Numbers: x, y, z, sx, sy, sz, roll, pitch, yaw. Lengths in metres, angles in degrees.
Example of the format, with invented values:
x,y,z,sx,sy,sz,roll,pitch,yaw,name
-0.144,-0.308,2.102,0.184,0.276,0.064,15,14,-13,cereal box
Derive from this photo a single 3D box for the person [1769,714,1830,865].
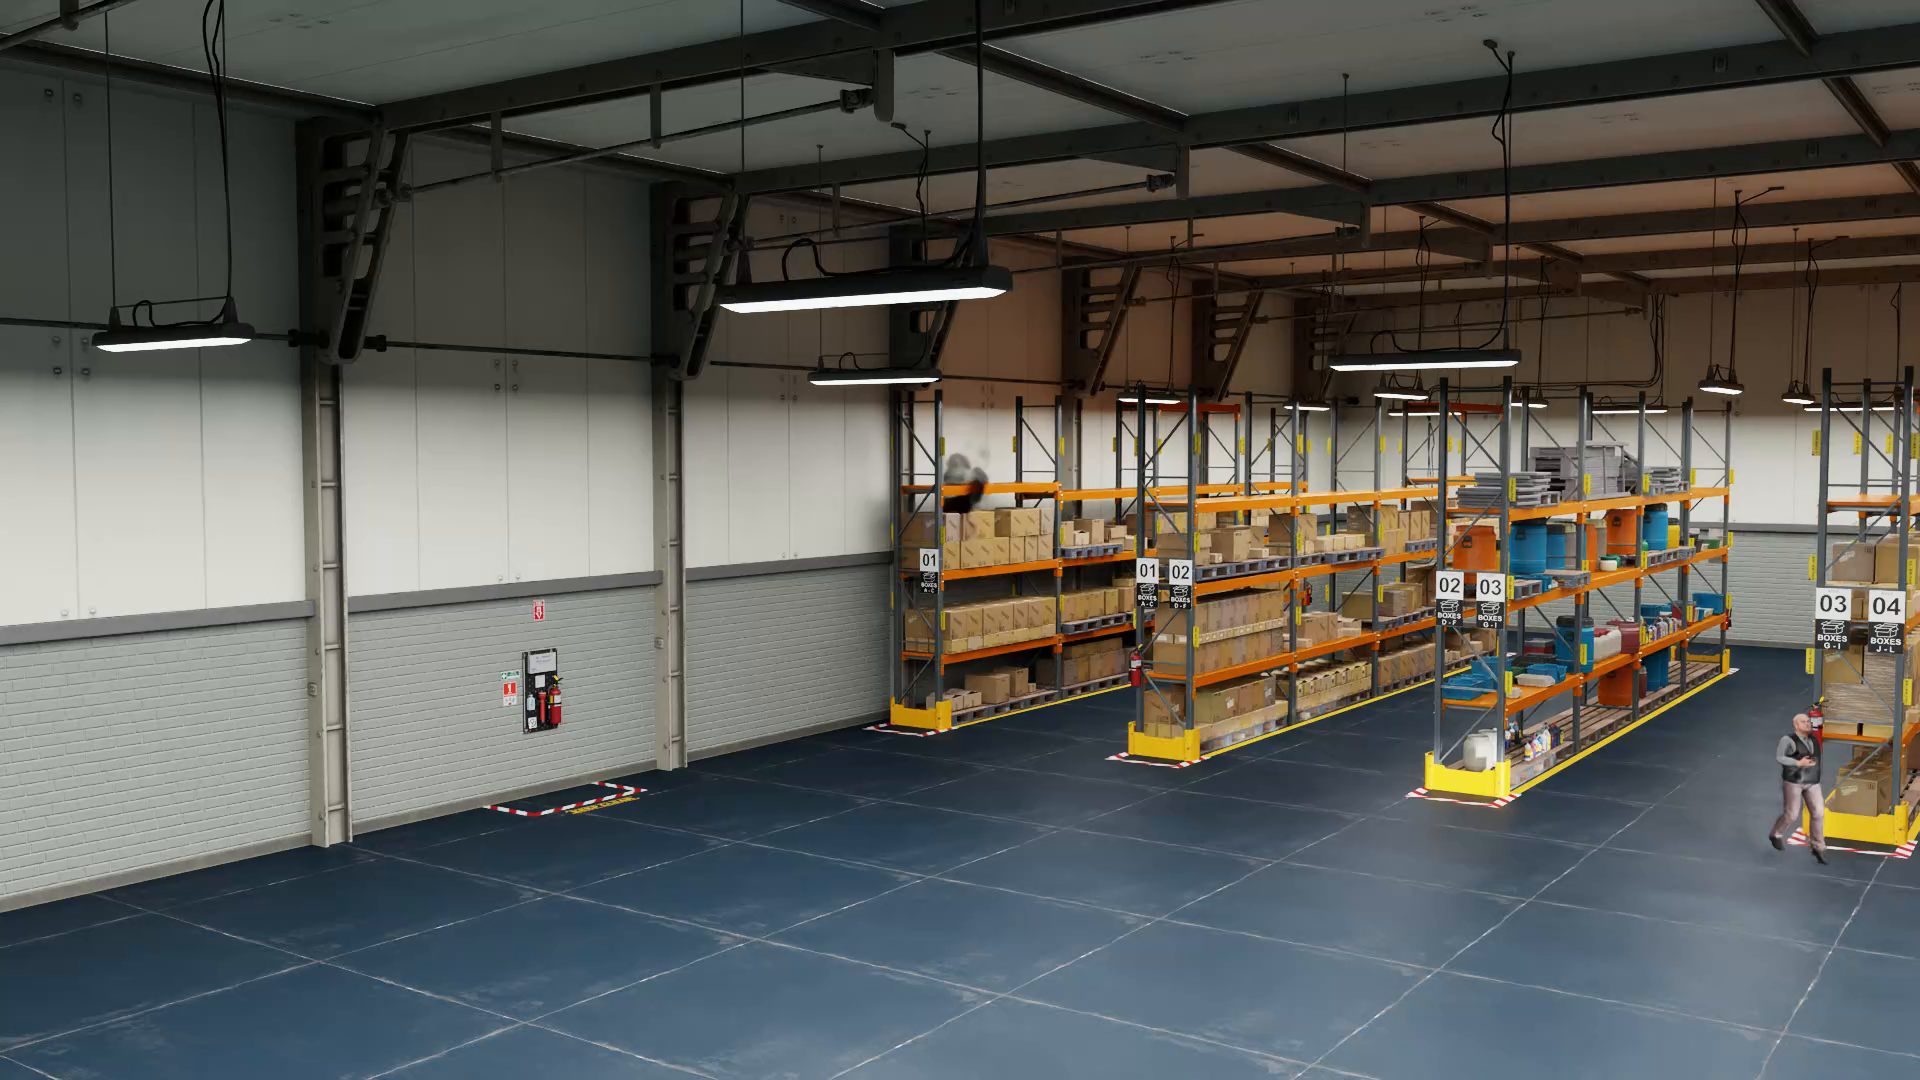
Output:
x,y,z,sx,sy,sz,roll,pitch,yaw,name
10.211,2.996,20.217,0.661,1.767,0.820,0,3,-9,person
